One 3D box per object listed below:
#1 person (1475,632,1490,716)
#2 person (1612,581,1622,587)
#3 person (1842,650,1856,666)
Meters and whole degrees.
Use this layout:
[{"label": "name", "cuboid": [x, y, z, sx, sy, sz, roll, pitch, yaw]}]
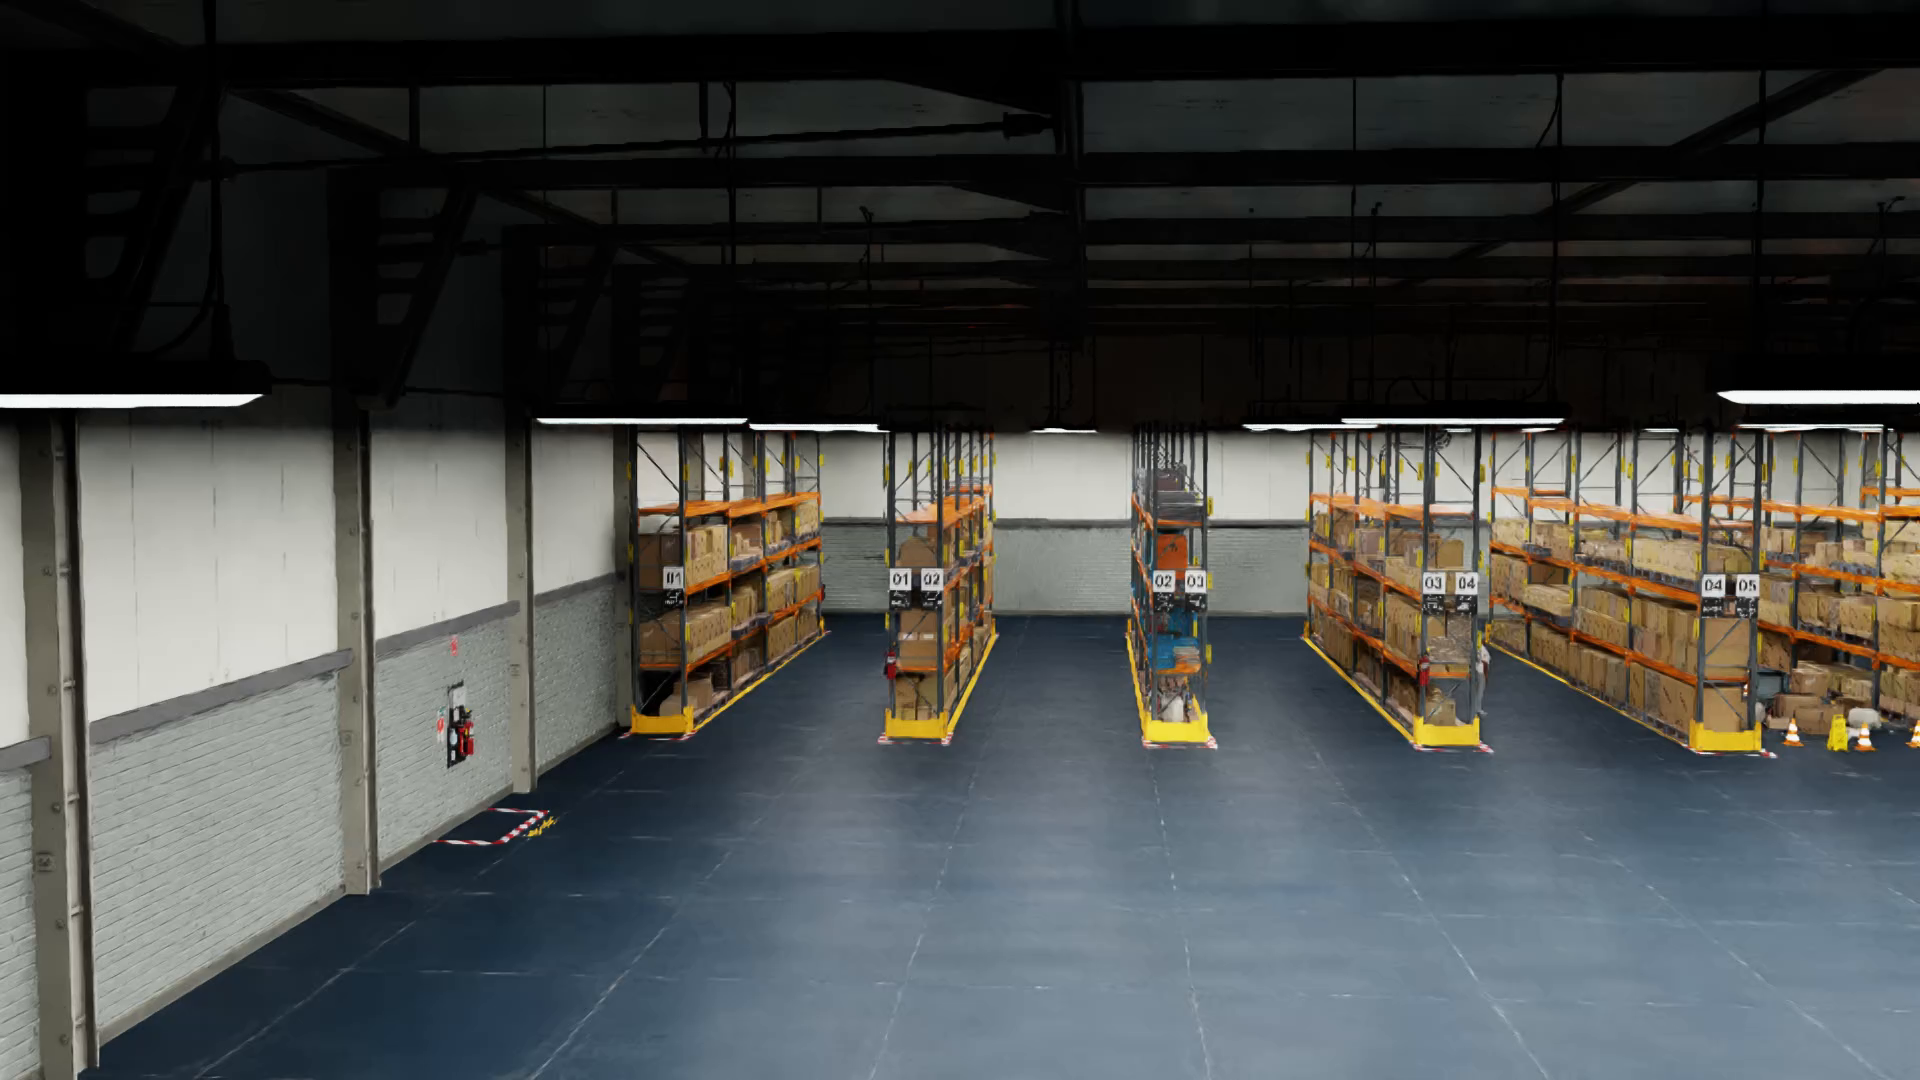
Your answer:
[{"label": "person", "cuboid": [10.613, 2.717, 33.947, 0.369, 1.680, 0.581, -1, 4, -13]}, {"label": "person", "cuboid": [18.766, 1.882, 47.529, 0.560, 1.650, 0.700, 3, 5, 44]}, {"label": "person", "cuboid": [21.251, 2.375, 39.610, 0.408, 1.667, 0.538, -2, 4, -27]}]
